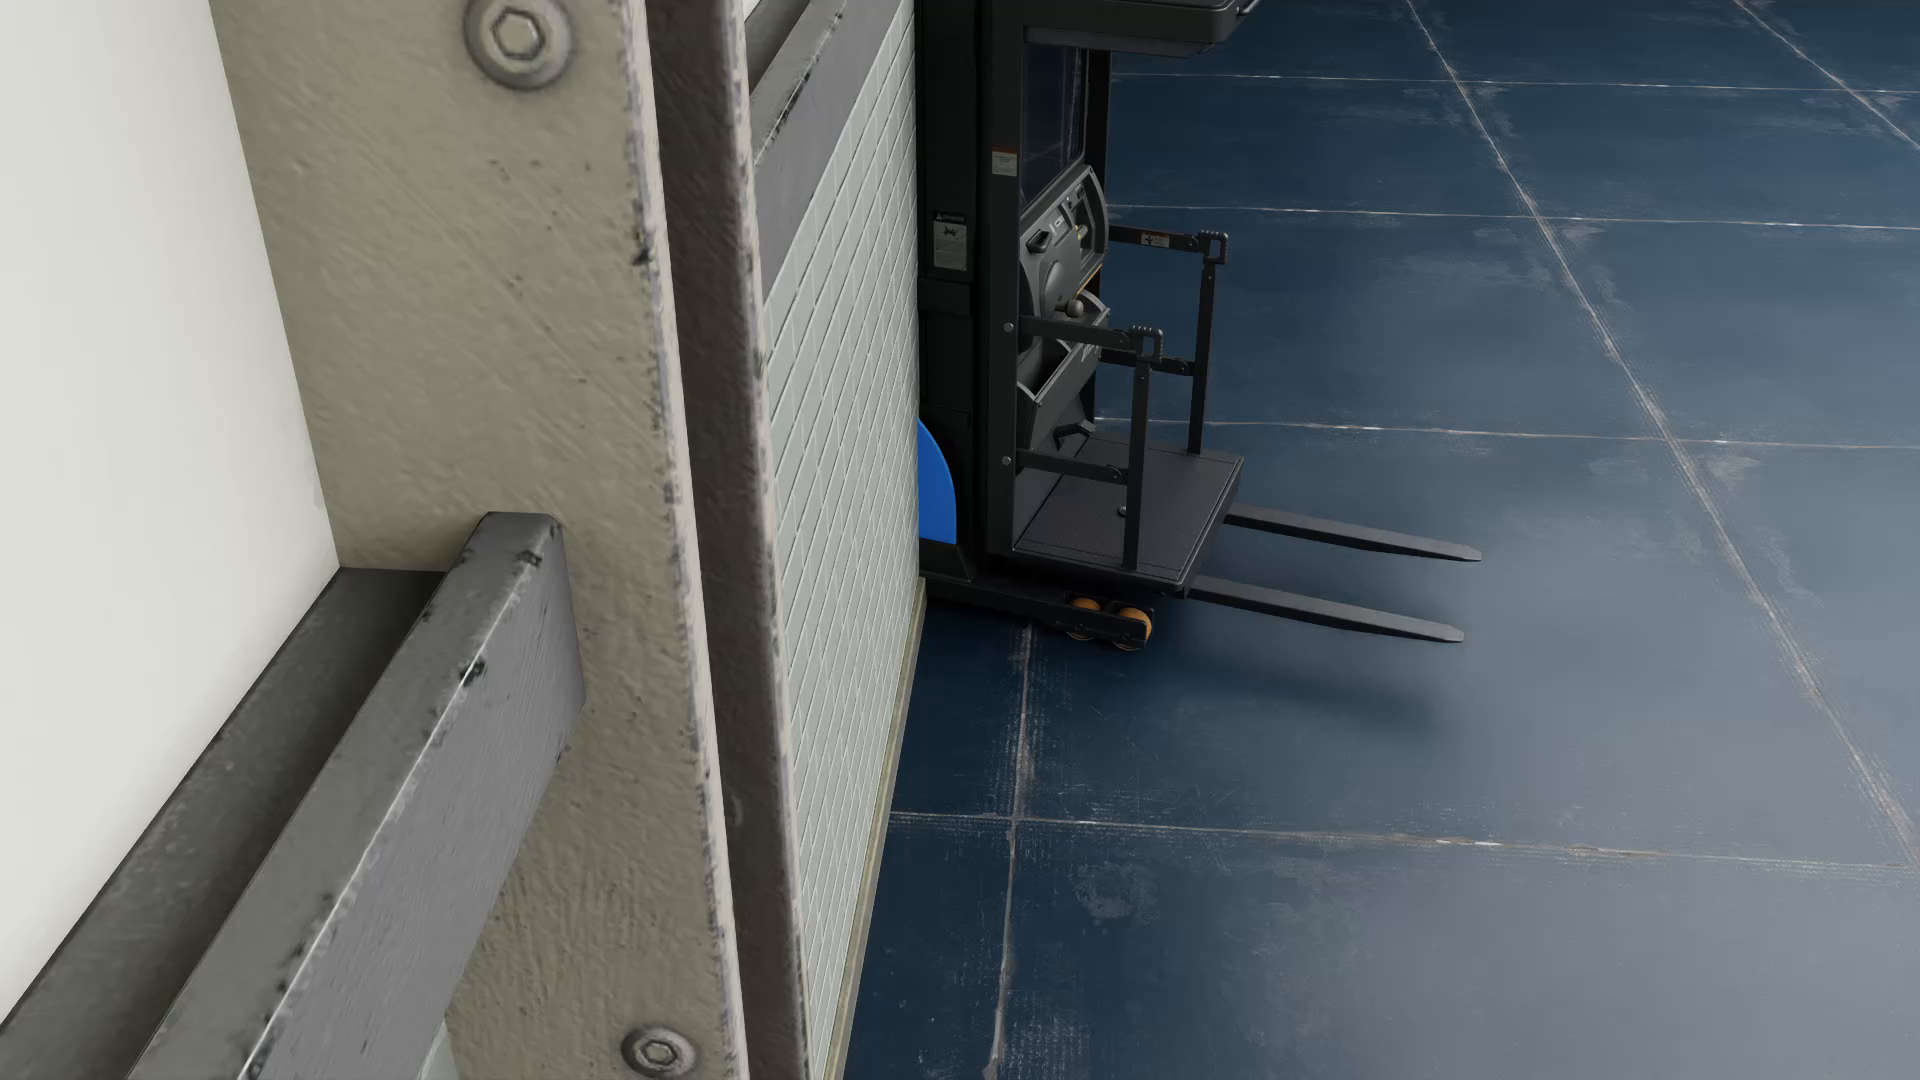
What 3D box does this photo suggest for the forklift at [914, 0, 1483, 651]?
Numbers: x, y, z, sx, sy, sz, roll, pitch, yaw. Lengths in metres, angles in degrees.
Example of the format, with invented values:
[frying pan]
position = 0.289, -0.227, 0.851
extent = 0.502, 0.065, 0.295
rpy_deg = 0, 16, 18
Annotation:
[forklift]
position = 0.587, -1.128, 6.287
extent = 3.031, 2.935, 1.130
rpy_deg = 11, 33, 18
